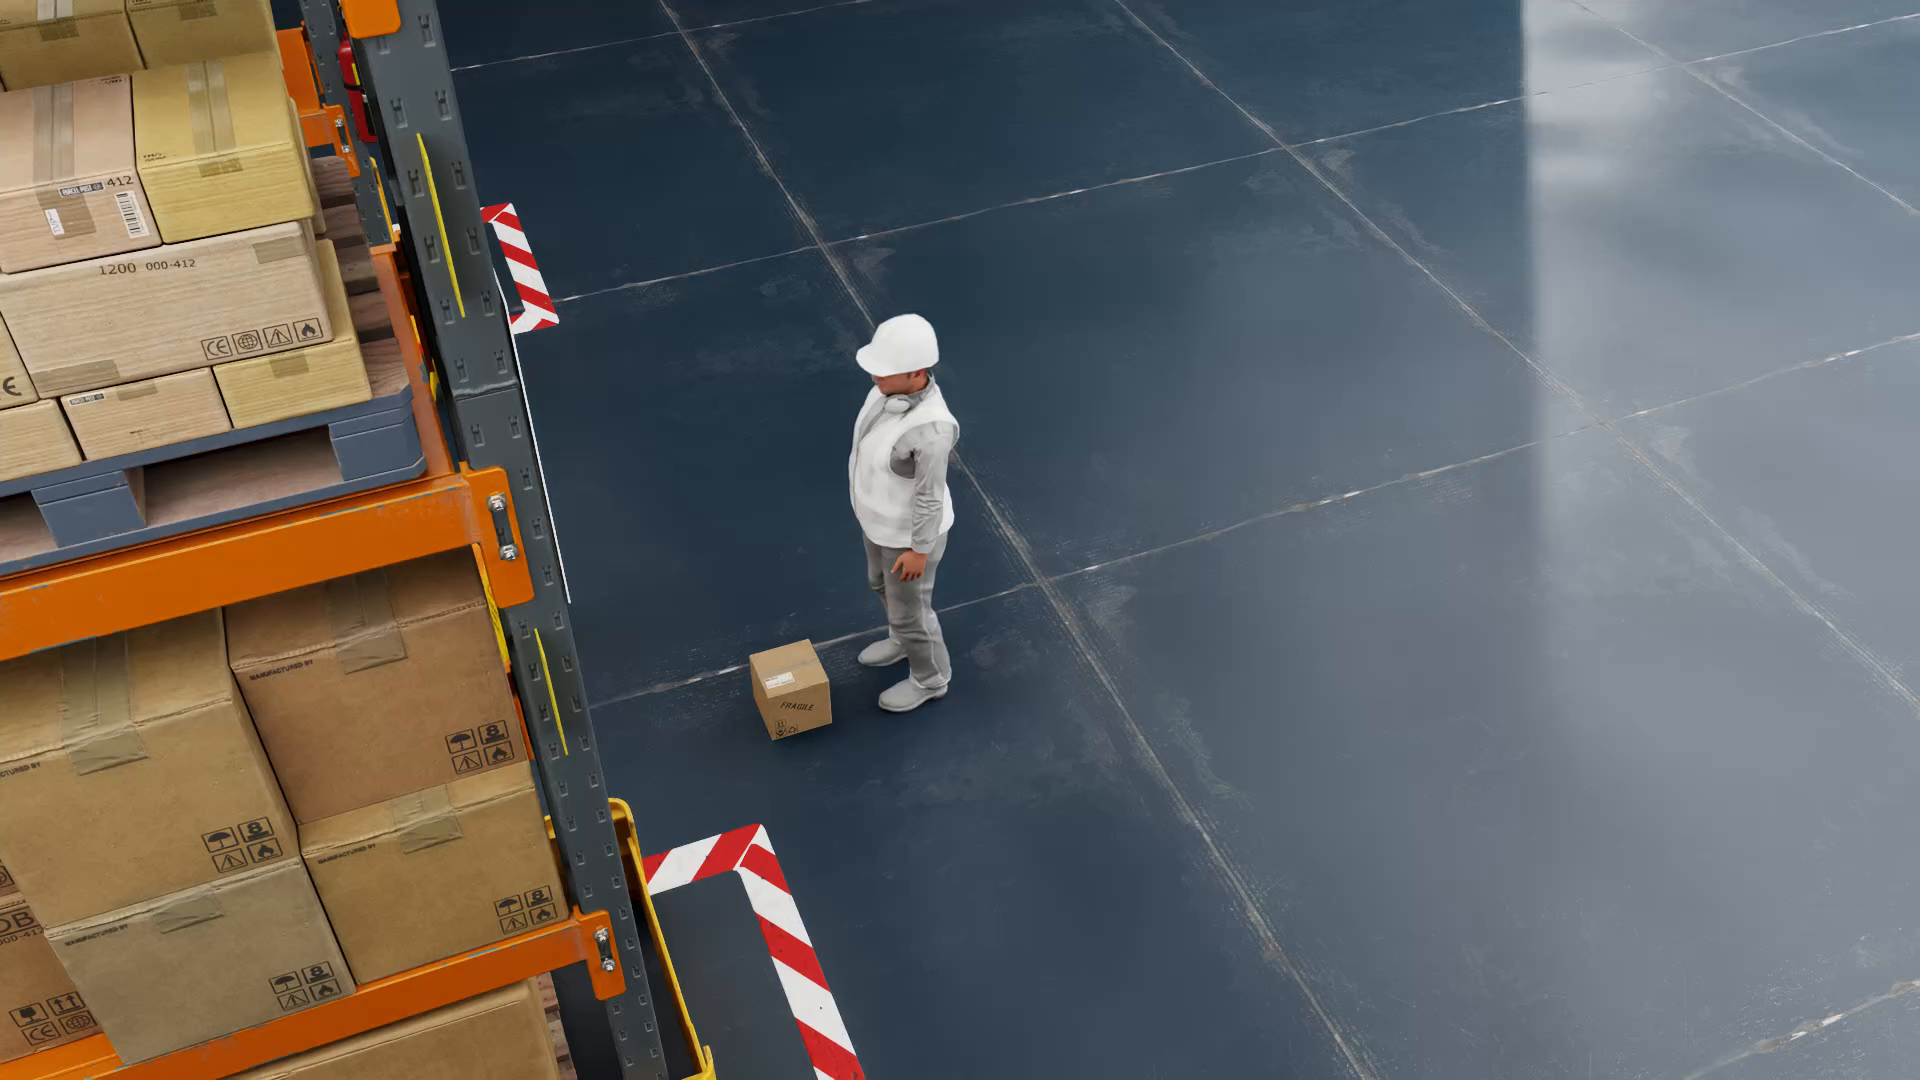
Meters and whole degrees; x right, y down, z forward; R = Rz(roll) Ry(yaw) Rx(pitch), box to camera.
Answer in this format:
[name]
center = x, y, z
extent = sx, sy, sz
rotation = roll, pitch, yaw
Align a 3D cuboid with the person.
[person]
center = -0.216, -0.086, 6.244
extent = 0.360, 1.768, 0.532
rotation = -14, 43, -16
